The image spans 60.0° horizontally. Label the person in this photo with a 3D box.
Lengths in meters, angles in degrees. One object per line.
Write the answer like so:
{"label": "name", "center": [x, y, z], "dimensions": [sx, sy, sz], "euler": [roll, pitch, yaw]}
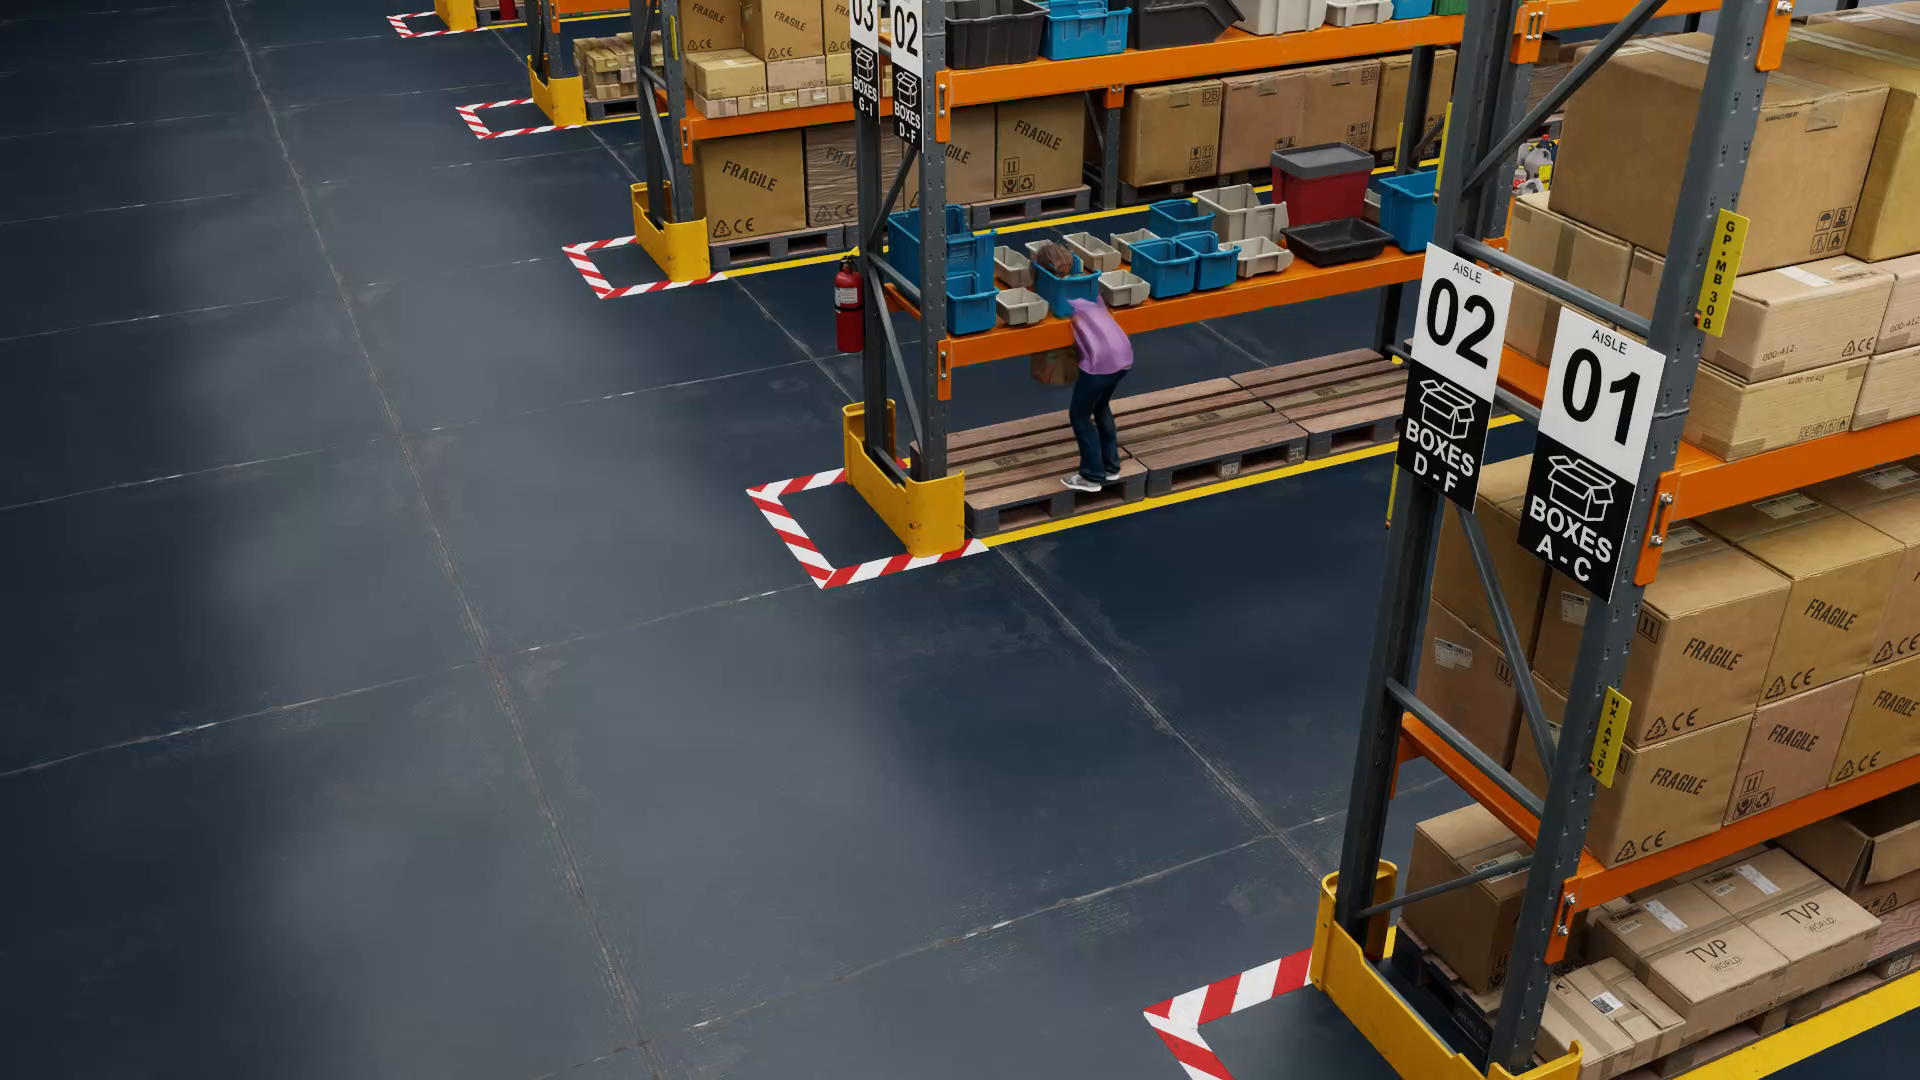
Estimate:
{"label": "person", "center": [0.723, -1.027, 9.949], "dimensions": [0.632, 1.476, 0.378], "euler": [20, 35, 31]}
